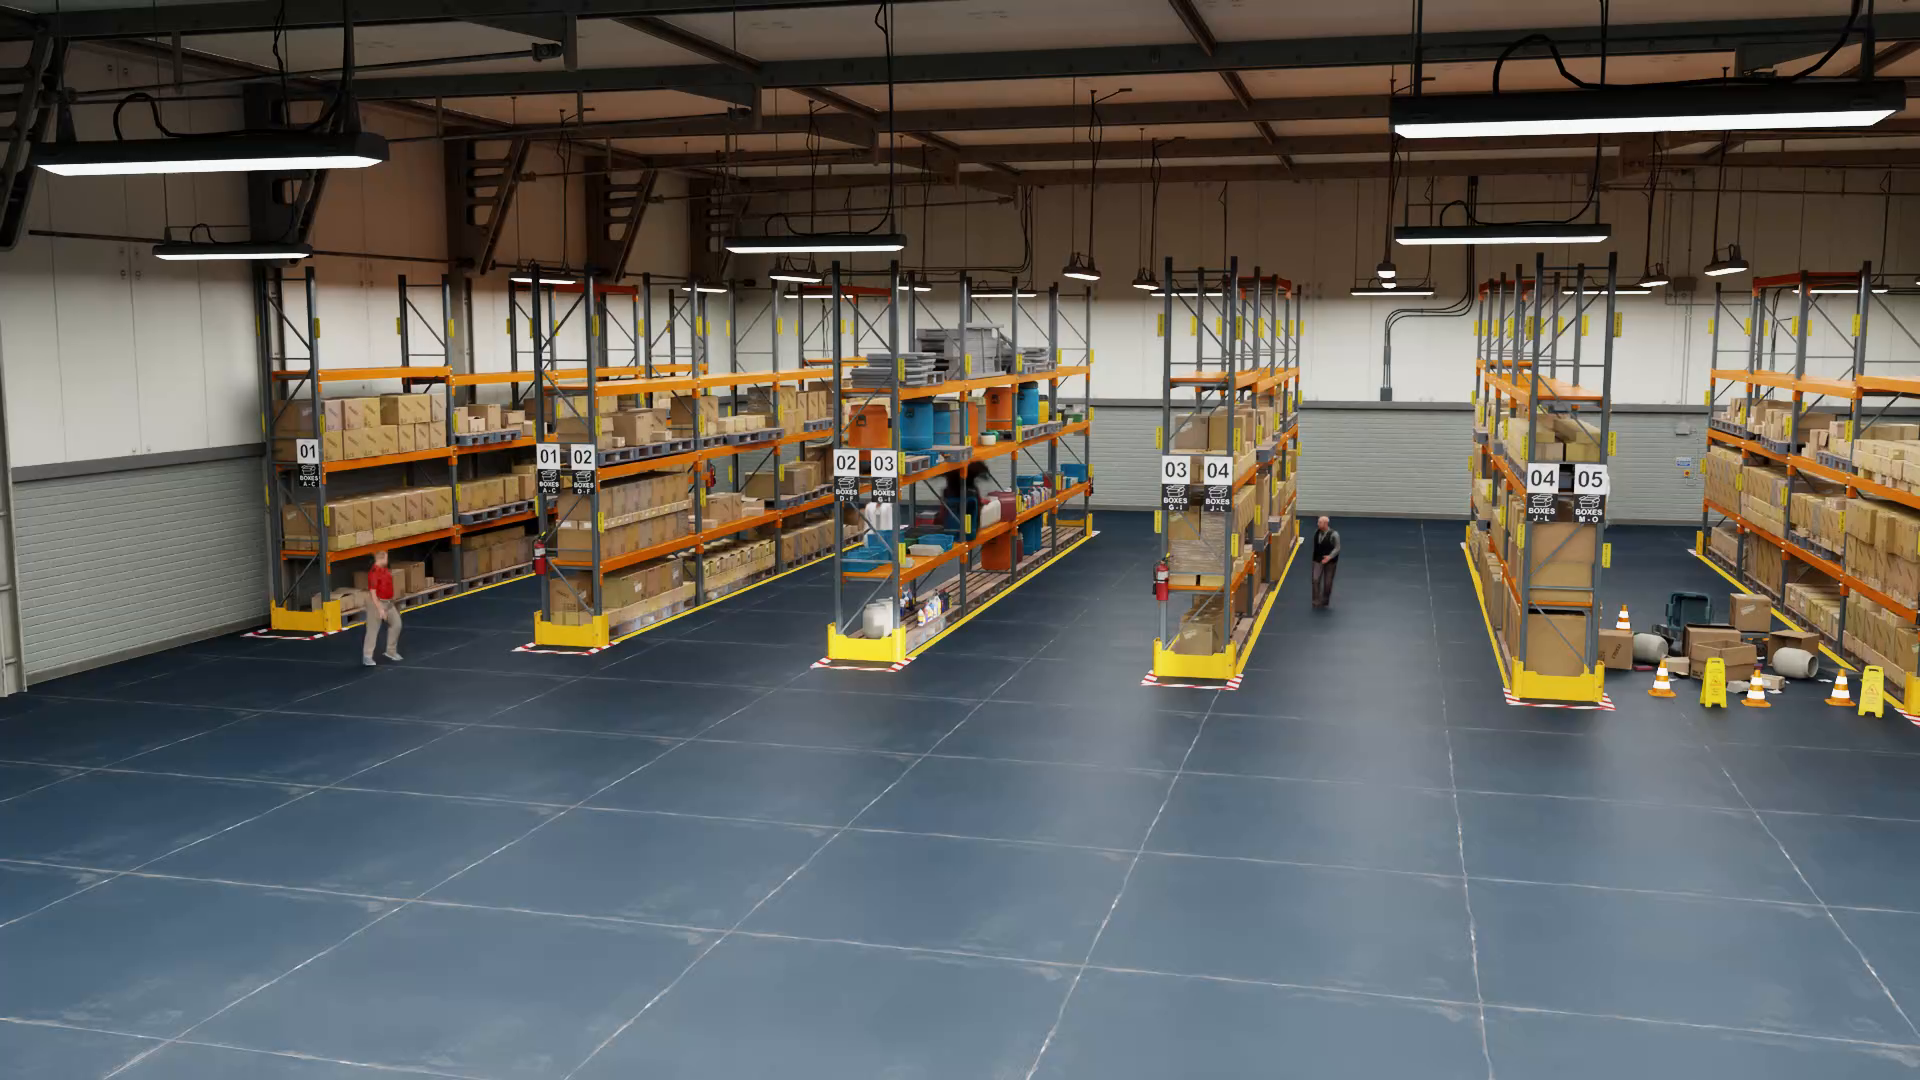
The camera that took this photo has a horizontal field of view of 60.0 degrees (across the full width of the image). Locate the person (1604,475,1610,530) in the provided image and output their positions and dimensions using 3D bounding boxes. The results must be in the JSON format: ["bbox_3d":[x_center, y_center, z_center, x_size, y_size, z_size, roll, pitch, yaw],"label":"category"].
[{"bbox_3d":[15.887,-1.082,41.296,0.441,1.676,0.471,0,7,0],"label":"person"}]

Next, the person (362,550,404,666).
[{"bbox_3d":[-8.672,0.997,24.949,0.523,1.718,0.662,2,7,13],"label":"person"}]

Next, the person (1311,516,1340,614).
[{"bbox_3d":[6.545,0.418,29.711,0.487,1.703,0.981,2,8,16],"label":"person"}]

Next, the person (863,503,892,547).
[{"bbox_3d":[-1.657,-0.140,33.580,0.658,1.710,1.121,2,7,12],"label":"person"}]
